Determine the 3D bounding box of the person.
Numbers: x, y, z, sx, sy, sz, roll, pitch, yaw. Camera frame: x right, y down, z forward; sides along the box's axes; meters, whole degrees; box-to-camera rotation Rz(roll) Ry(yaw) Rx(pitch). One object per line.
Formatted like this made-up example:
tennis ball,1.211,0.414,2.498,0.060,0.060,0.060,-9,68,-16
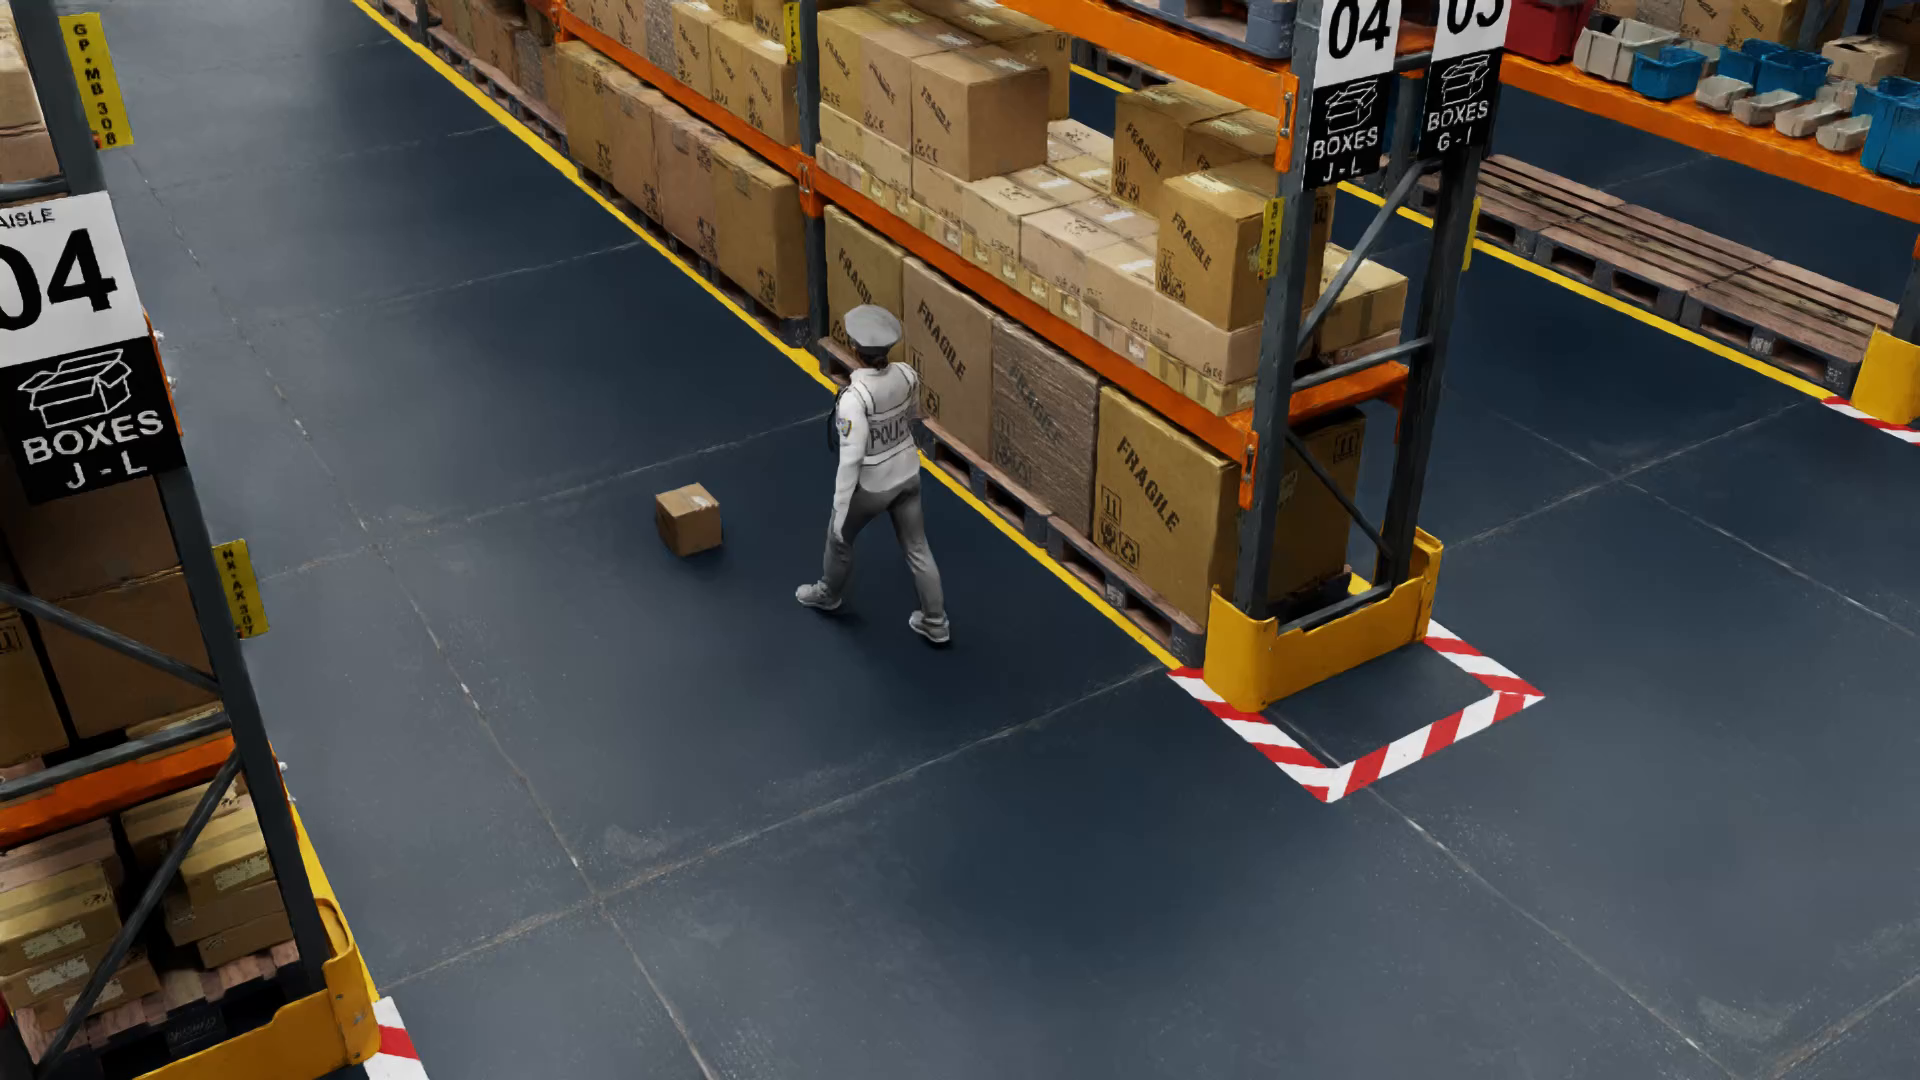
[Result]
person,-0.448,-0.304,7.603,0.847,1.664,0.666,27,42,35
